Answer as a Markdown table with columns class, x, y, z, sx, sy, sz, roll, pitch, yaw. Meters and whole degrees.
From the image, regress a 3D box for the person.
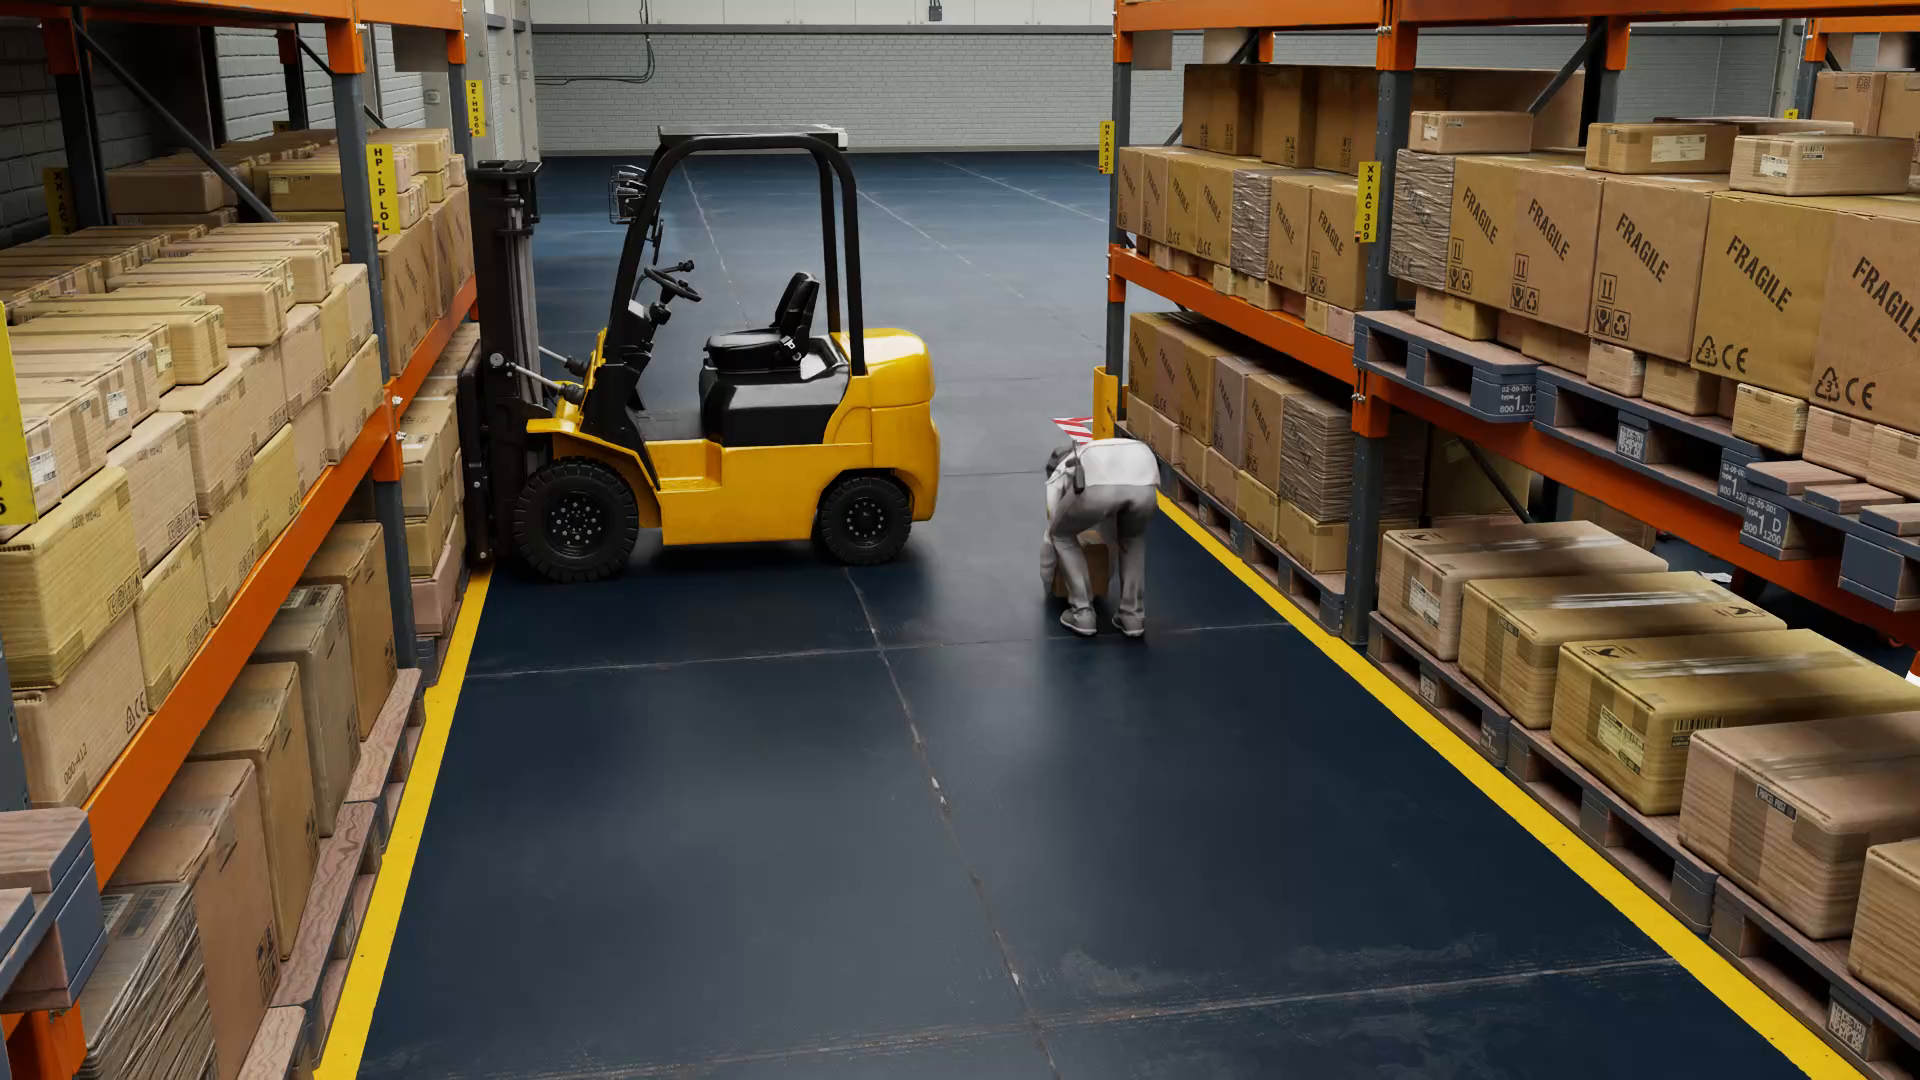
| class | x | y | z | sx | sy | sz | roll | pitch | yaw |
| --- | --- | --- | --- | --- | --- | --- | --- | --- | --- |
| person | 0.620 | -0.059 | 7.578 | 0.445 | 0.903 | 0.879 | -4 | 17 | -13 |
